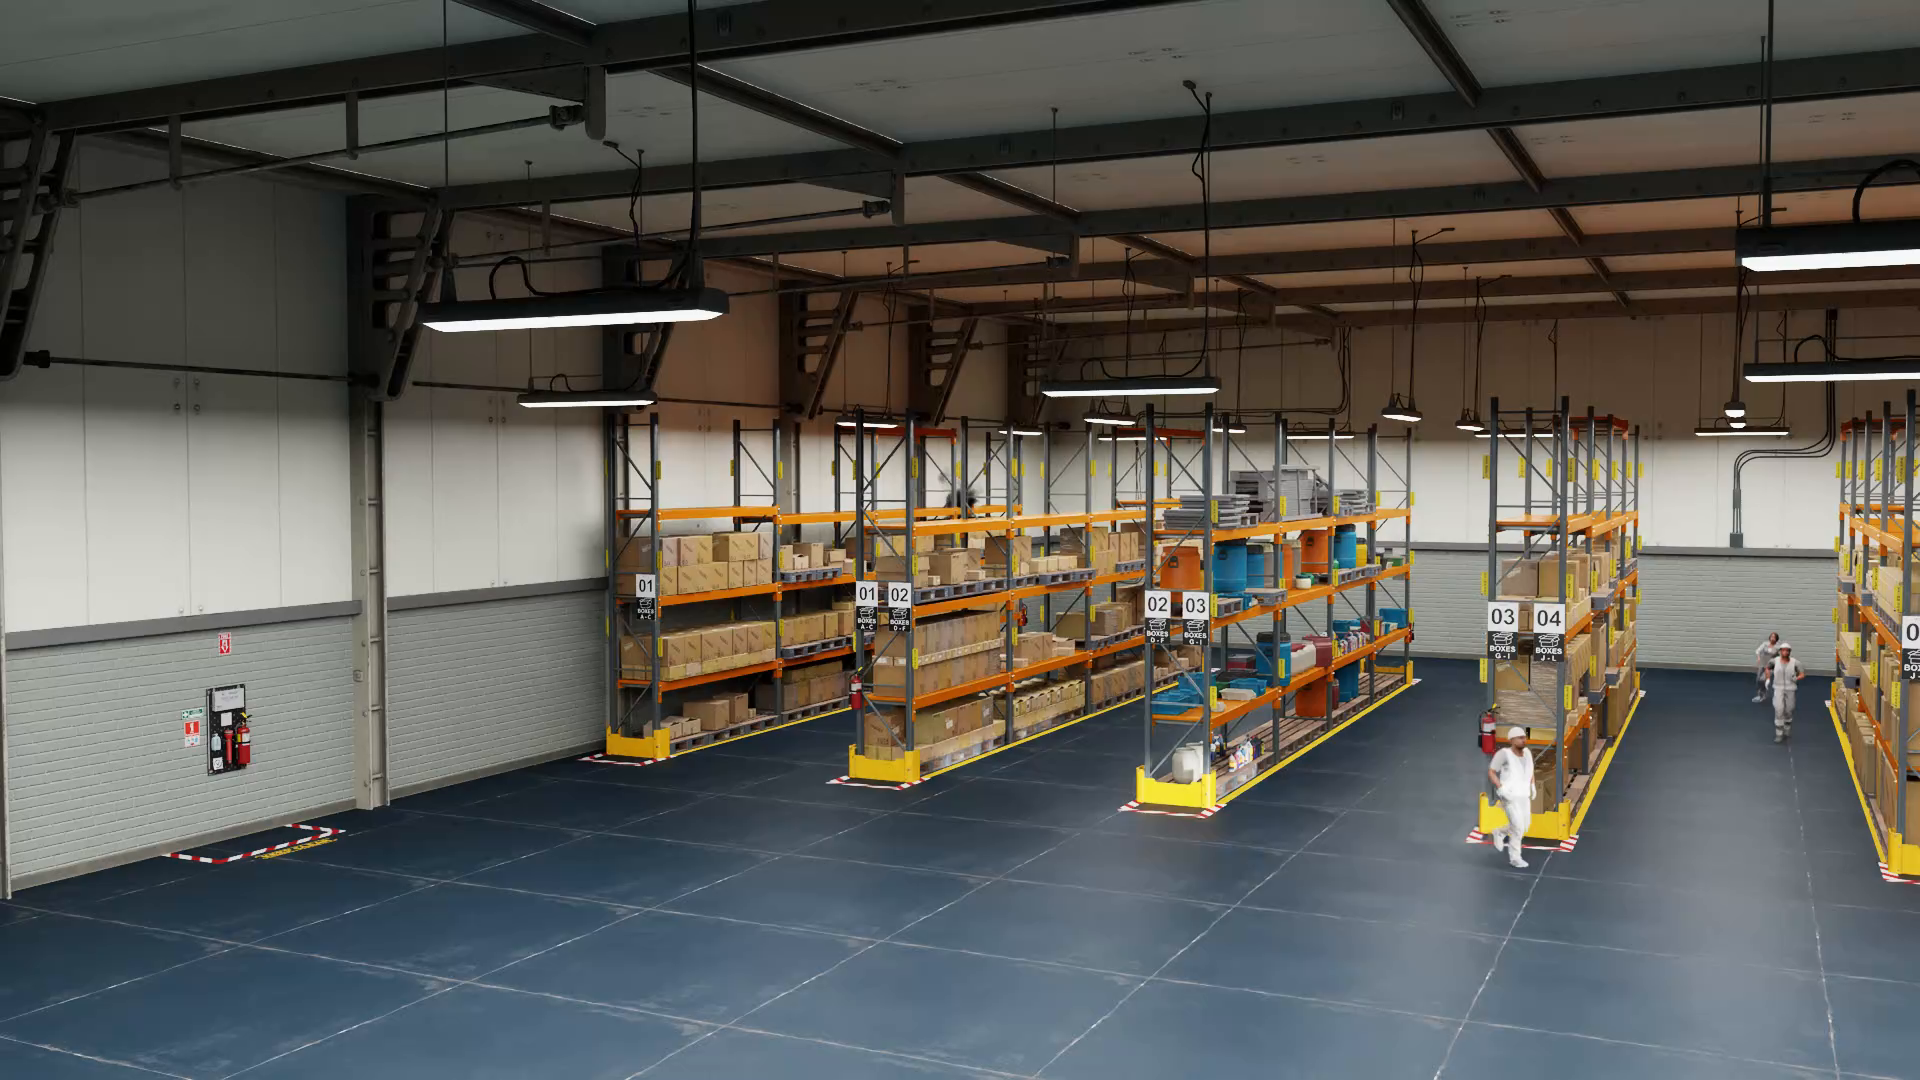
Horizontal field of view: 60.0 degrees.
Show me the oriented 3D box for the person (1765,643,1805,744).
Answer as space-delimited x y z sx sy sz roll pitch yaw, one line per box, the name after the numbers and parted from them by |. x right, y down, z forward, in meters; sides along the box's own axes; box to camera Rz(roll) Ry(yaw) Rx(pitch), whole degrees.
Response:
15.262 2.751 30.759 0.660 1.708 0.852 1 3 25 | person

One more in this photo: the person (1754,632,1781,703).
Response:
17.347 2.748 35.732 0.583 1.557 0.629 -2 3 -37 | person

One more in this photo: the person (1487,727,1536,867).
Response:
7.025 3.241 21.195 0.702 1.742 0.737 -1 3 -26 | person
